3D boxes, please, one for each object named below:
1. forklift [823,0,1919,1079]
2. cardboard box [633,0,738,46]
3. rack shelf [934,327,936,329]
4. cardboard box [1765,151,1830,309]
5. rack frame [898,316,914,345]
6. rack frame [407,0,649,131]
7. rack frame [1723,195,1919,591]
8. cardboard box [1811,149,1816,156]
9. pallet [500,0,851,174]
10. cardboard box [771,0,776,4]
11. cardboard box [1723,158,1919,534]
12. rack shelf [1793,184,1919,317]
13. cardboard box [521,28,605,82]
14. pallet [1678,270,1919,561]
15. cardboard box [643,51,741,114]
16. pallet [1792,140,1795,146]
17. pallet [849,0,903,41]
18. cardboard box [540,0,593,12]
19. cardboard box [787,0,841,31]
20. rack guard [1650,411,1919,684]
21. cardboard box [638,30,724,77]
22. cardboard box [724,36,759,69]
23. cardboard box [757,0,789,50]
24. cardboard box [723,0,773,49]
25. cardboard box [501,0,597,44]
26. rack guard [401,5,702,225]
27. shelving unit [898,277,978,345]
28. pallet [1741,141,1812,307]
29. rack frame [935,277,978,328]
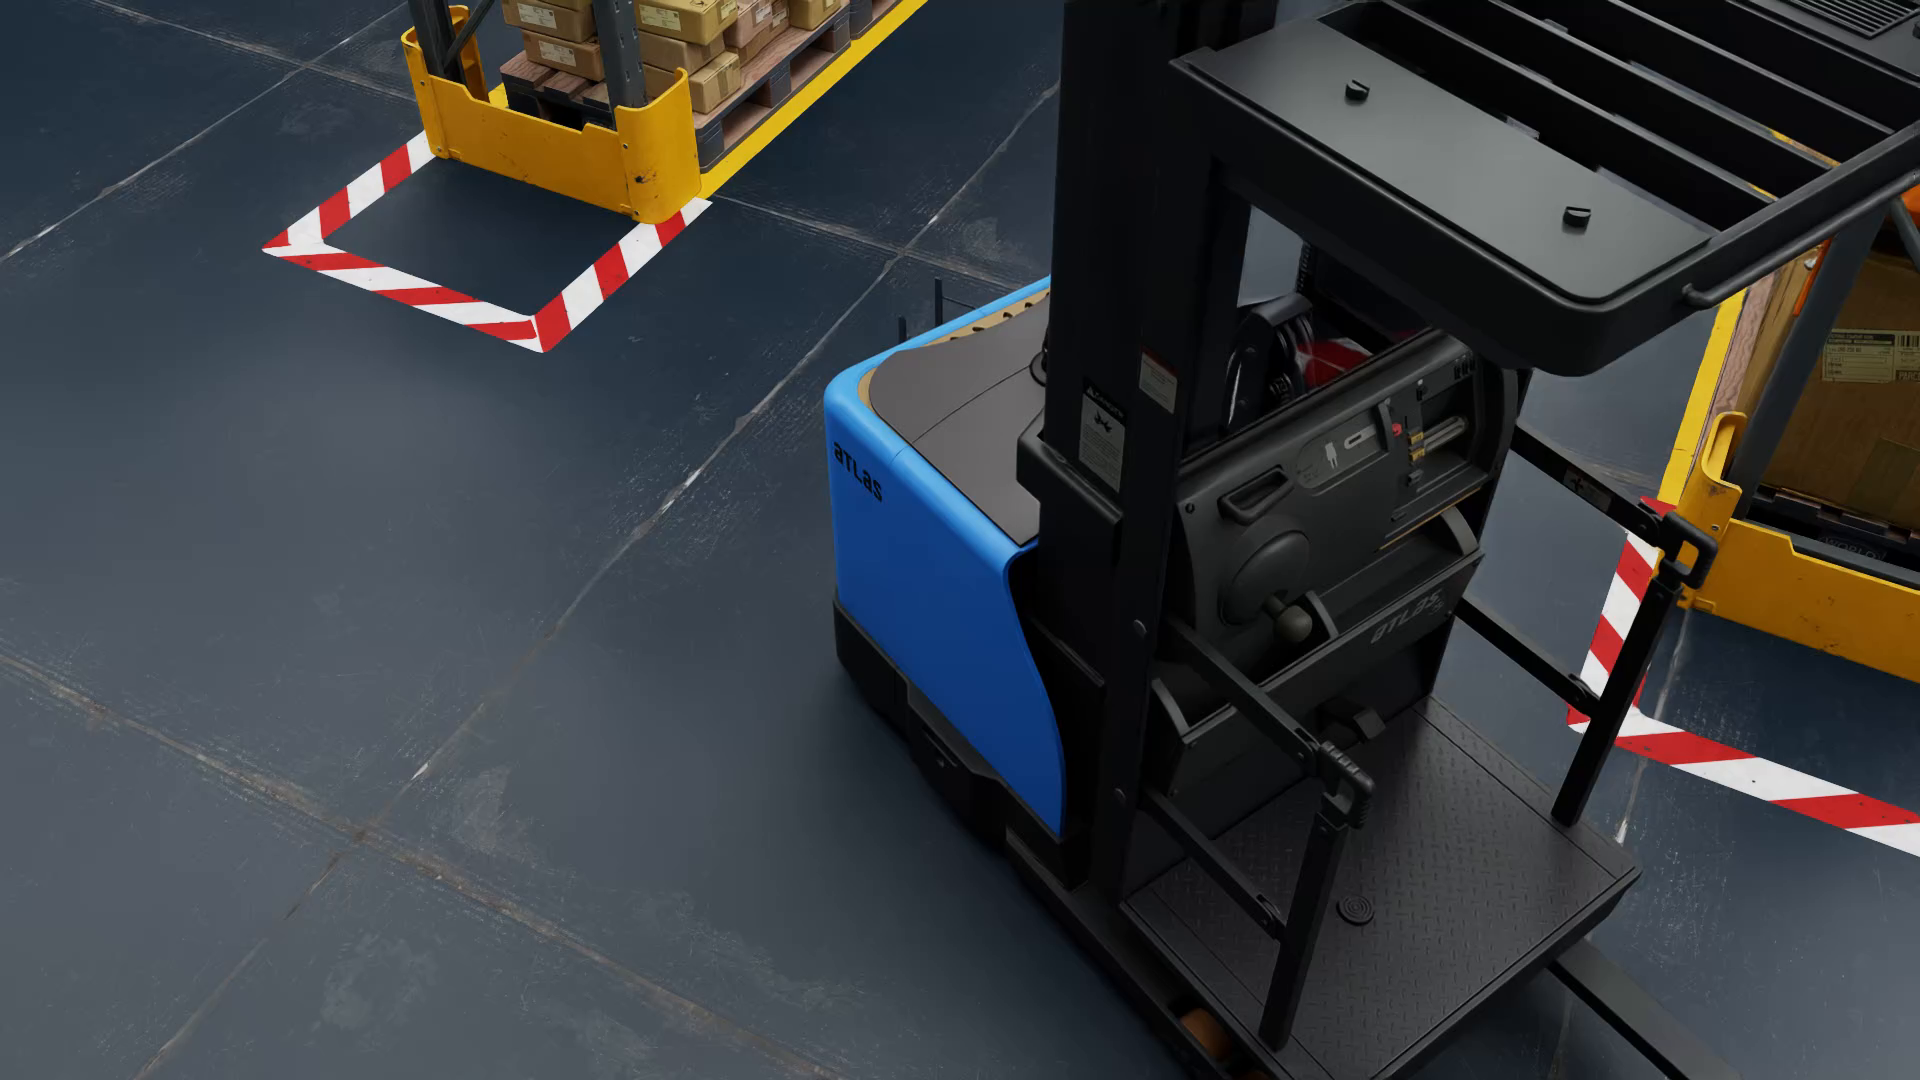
[{"bbox_3d":[0.924,-0.038,3.227,1.130,2.935,3.031,-28,52,-25],"label":"forklift"},{"bbox_3d":[-1.096,-2.088,6.496,0.380,0.149,0.250,18,48,17],"label":"cardboard box"},{"bbox_3d":[-0.015,-0.491,4.770,0.258,0.077,0.200,22,49,20],"label":"rack shelf"},{"bbox_3d":[3.355,-1.218,5.544,0.875,0.875,0.875,20,49,19],"label":"cardboard box"},{"bbox_3d":[-0.064,-0.261,4.875,0.240,0.900,0.006,22,49,20],"label":"rack frame"},{"bbox_3d":[-1.640,-2.516,5.628,1.000,3.000,0.127,20,49,19],"label":"rack frame"},{"bbox_3d":[2.706,-0.815,3.946,1.000,3.000,0.127,20,49,19],"label":"rack frame"},{"bbox_3d":[3.768,-1.779,6.098,0.875,0.875,0.875,20,49,19],"label":"cardboard box"},{"bbox_3d":[-1.197,-2.084,7.161,1.003,0.211,1.213,20,49,19],"label":"pallet"},{"bbox_3d":[-0.957,-2.349,6.962,0.380,0.149,0.250,21,49,20],"label":"cardboard box"},{"bbox_3d":[2.932,-0.645,4.977,0.875,0.875,0.875,20,49,19],"label":"cardboard box"},{"bbox_3d":[3.634,-1.822,5.447,1.077,0.370,4.000,20,49,19],"label":"rack shelf"},{"bbox_3d":[-1.581,-2.062,6.888,0.380,0.149,0.250,21,49,20],"label":"cardboard box"},{"bbox_3d":[3.008,-0.364,5.461,1.003,0.211,1.213,20,49,19],"label":"pallet"},{"bbox_3d":[-1.114,-1.886,6.714,0.380,0.149,0.250,21,49,20],"label":"cardboard box"},{"bbox_3d":[4.140,-1.901,6.981,1.003,0.211,1.213,20,49,19],"label":"pallet"},{"bbox_3d":[-0.629,-2.849,7.918,1.003,0.211,1.213,20,49,19],"label":"pallet"},{"bbox_3d":[-1.619,-2.288,6.693,0.380,0.149,0.250,21,49,19],"label":"cardboard box"},{"bbox_3d":[-0.740,-2.361,7.184,0.380,0.149,0.250,21,49,20],"label":"cardboard box"},{"bbox_3d":[2.695,0.079,4.820,1.175,0.500,0.348,20,49,19],"label":"rack guard"},{"bbox_3d":[-1.170,-2.011,6.629,0.380,0.149,0.250,22,49,21],"label":"cardboard box"},{"bbox_3d":[-1.065,-2.078,6.904,0.380,0.149,0.250,20,49,19],"label":"cardboard box"},{"bbox_3d":[-0.955,-2.236,7.061,0.380,0.149,0.250,21,49,19],"label":"cardboard box"},{"bbox_3d":[-0.993,-2.165,6.781,0.380,0.149,0.250,20,49,19],"label":"cardboard box"},{"bbox_3d":[-1.648,-2.193,6.808,0.380,0.149,0.250,19,48,18],"label":"cardboard box"},{"bbox_3d":[-1.605,-1.685,6.564,1.175,0.500,0.348,20,49,19],"label":"rack guard"},{"bbox_3d":[-0.015,-0.324,4.938,0.258,0.900,0.210,22,49,20],"label":"shelving unit"},{"bbox_3d":[3.575,-1.130,6.218,1.003,0.211,1.213,20,49,19],"label":"pallet"},{"bbox_3d":[0.035,-0.388,5.000,0.240,0.900,0.006,22,49,20],"label":"rack frame"}]
